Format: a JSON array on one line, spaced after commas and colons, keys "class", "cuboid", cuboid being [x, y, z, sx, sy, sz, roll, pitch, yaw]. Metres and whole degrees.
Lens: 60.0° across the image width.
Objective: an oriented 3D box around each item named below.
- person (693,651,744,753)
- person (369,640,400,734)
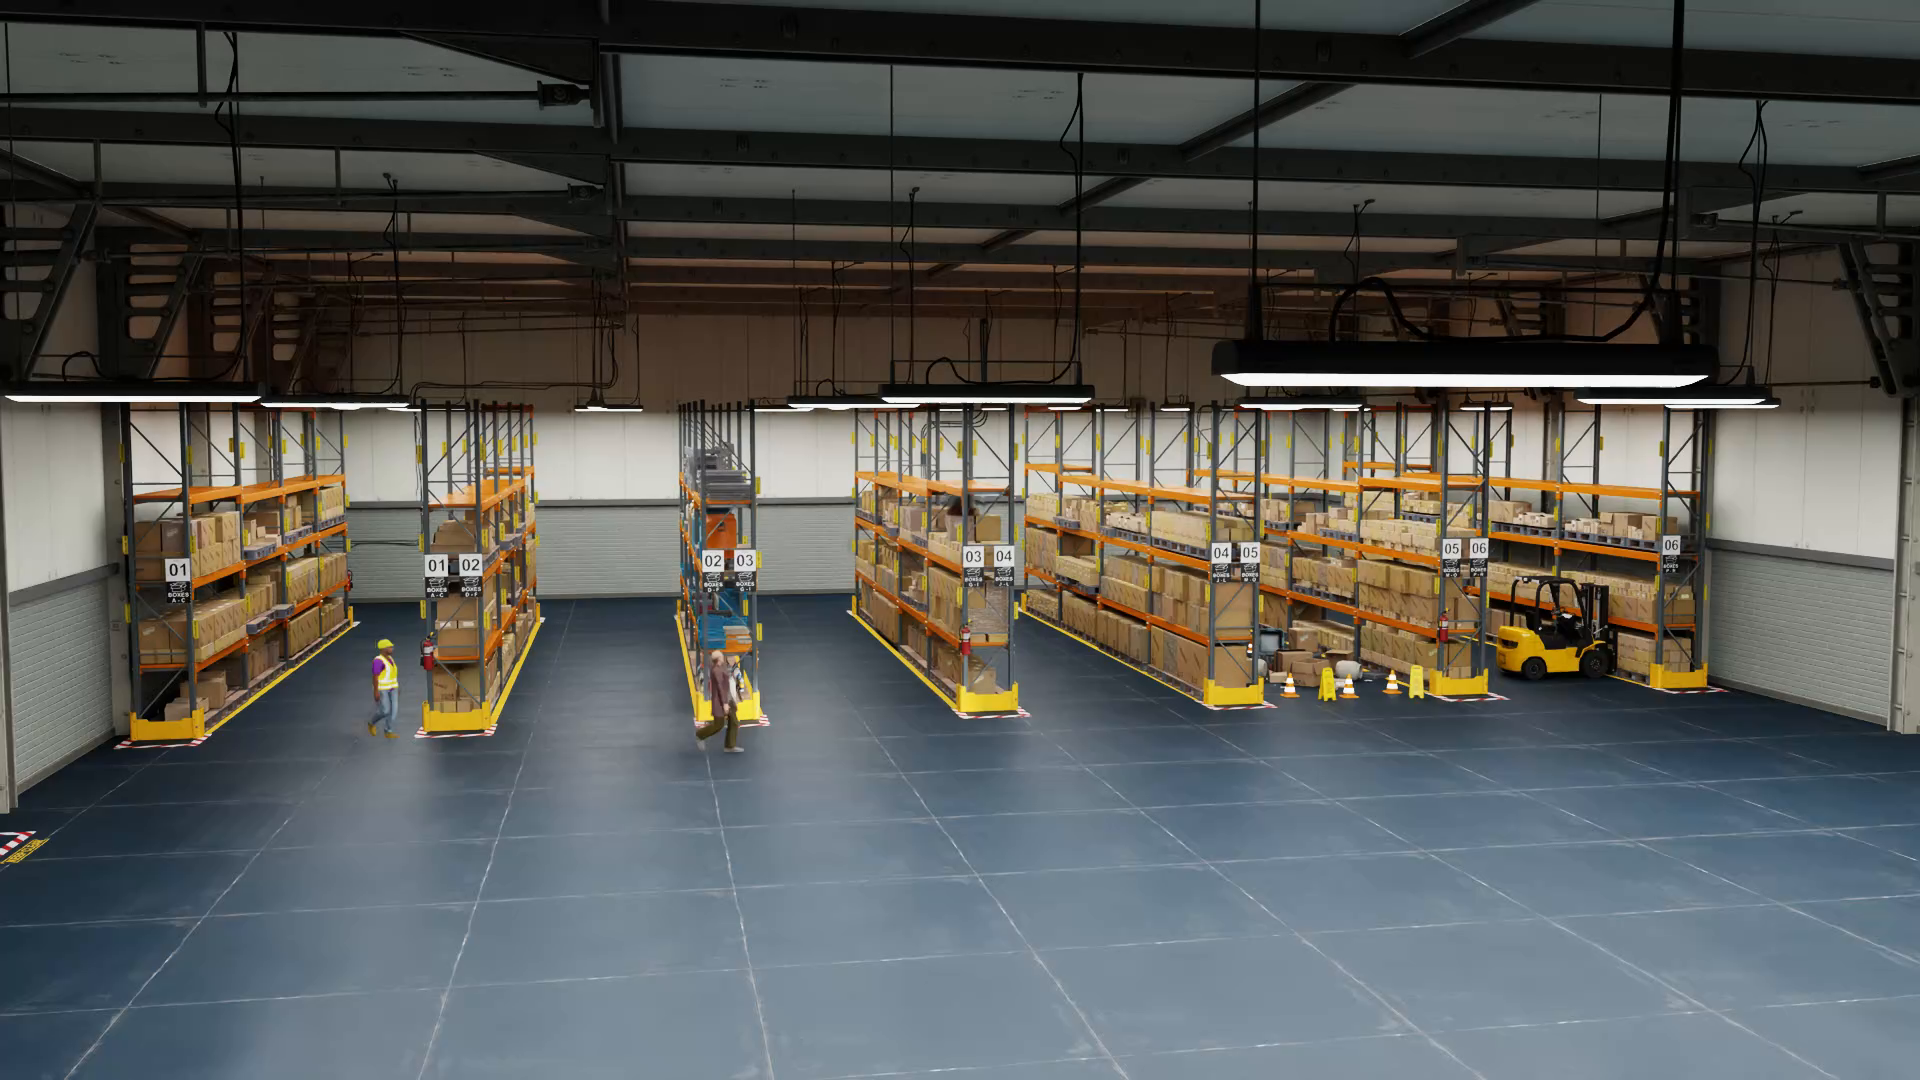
[{"class": "person", "cuboid": [-4.088, 2.729, 28.093, 0.862, 1.739, 0.529, 2, 5, 23]}, {"class": "person", "cuboid": [-10.166, 2.596, 29.351, 0.500, 1.687, 0.595, 3, 5, 31]}]
